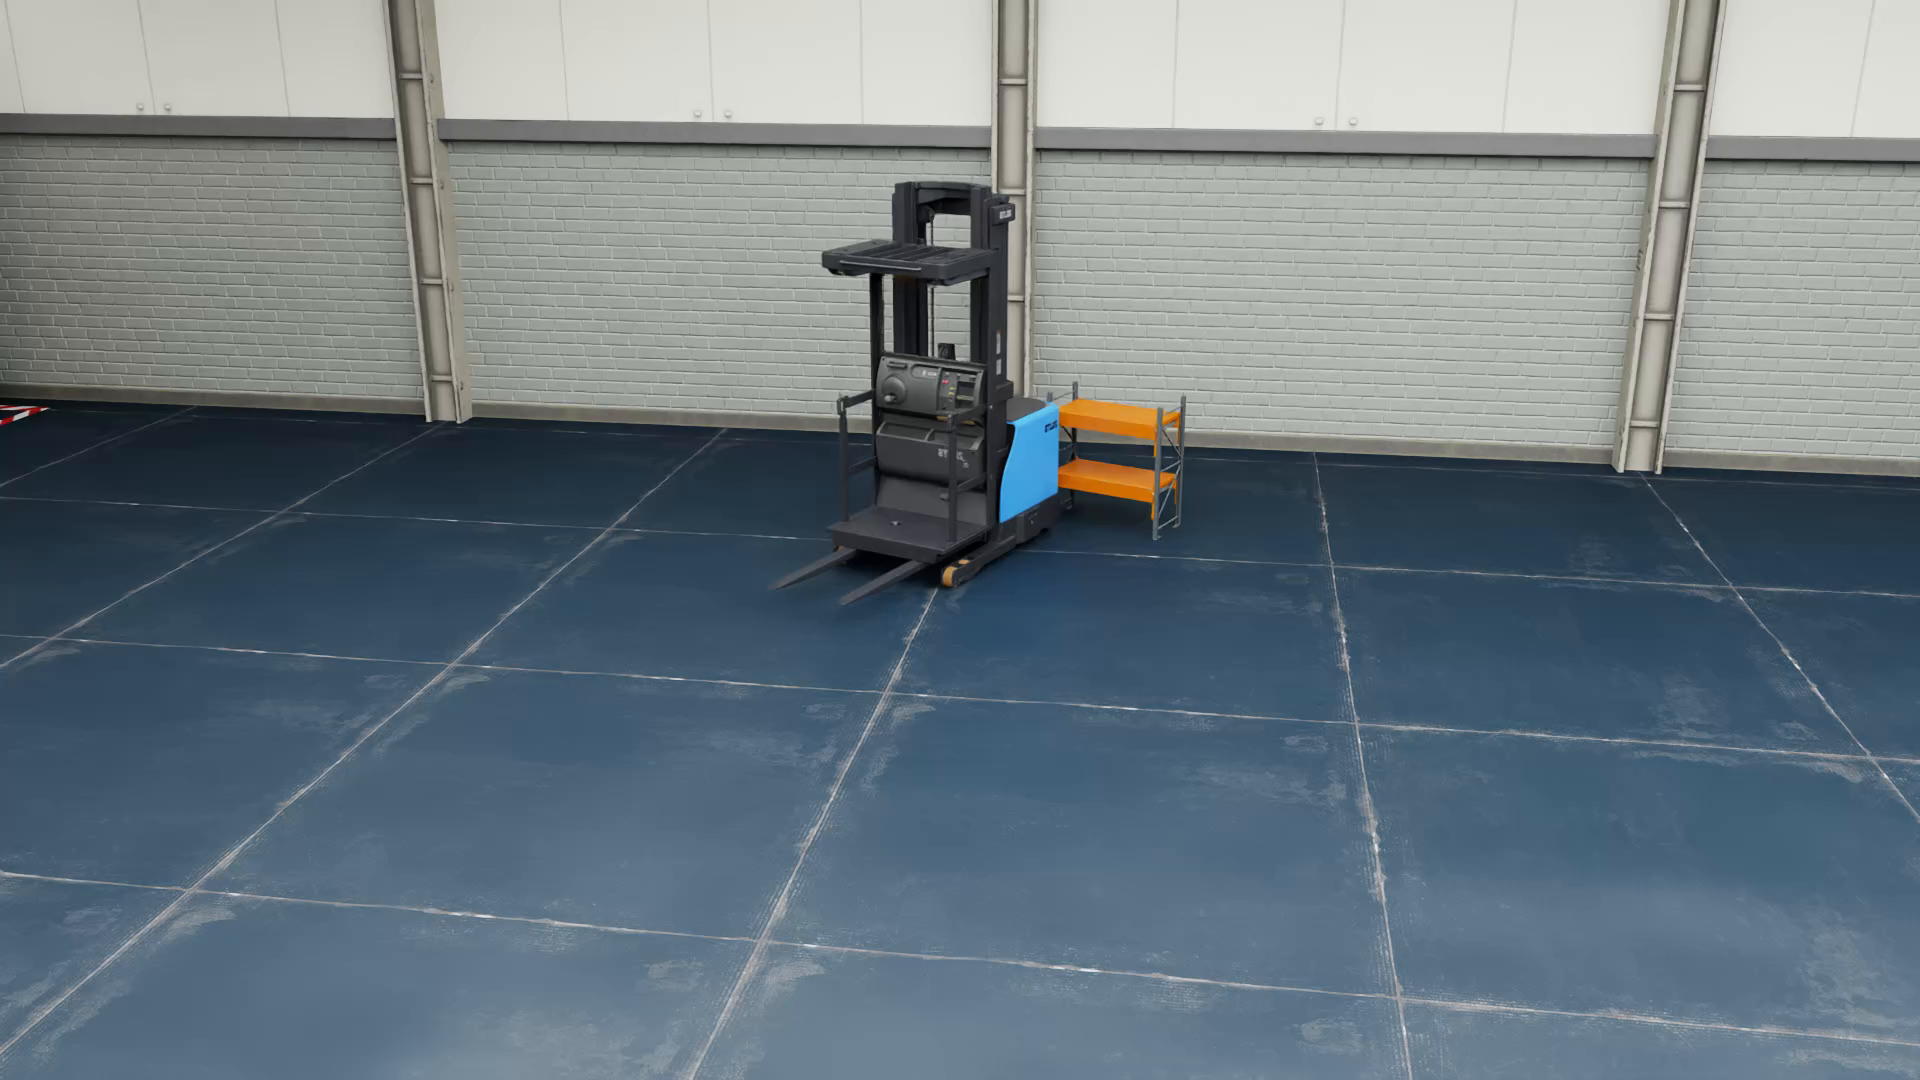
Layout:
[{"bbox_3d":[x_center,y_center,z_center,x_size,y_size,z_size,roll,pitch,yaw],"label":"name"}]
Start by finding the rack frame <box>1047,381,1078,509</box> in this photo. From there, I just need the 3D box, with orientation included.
[{"bbox_3d":[0.875,-0.771,14.333,0.032,1.125,0.500,11,21,30],"label":"rack frame"}]

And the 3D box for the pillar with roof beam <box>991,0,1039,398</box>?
[{"bbox_3d":[-0.169,-3.902,11.283,0.400,9.000,9.100,3,19,9],"label":"pillar with roof beam"}]

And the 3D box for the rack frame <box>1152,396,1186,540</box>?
[{"bbox_3d":[1.740,-0.601,13.827,0.032,1.125,0.500,11,21,30],"label":"rack frame"}]

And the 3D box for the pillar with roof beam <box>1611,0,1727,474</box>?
[{"bbox_3d":[5.755,-3.600,10.380,0.400,9.000,9.100,3,19,9],"label":"pillar with roof beam"}]

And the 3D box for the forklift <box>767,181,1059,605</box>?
[{"bbox_3d":[-0.343,-1.189,12.736,1.130,2.935,3.031,11,21,29],"label":"forklift"}]

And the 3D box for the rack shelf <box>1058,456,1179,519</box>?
[{"bbox_3d":[1.308,-0.454,14.158,1.000,0.278,0.538,11,21,30],"label":"rack shelf"}]

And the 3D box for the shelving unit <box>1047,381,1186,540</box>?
[{"bbox_3d":[1.308,-0.686,14.080,1.048,1.125,0.538,11,21,30],"label":"shelving unit"}]

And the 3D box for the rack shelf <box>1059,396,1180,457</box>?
[{"bbox_3d":[1.308,-0.963,13.987,1.000,0.278,0.538,11,21,30],"label":"rack shelf"}]

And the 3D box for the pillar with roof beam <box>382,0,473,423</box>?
[{"bbox_3d":[-6.094,-4.204,12.185,0.400,9.000,9.100,3,19,9],"label":"pillar with roof beam"}]
